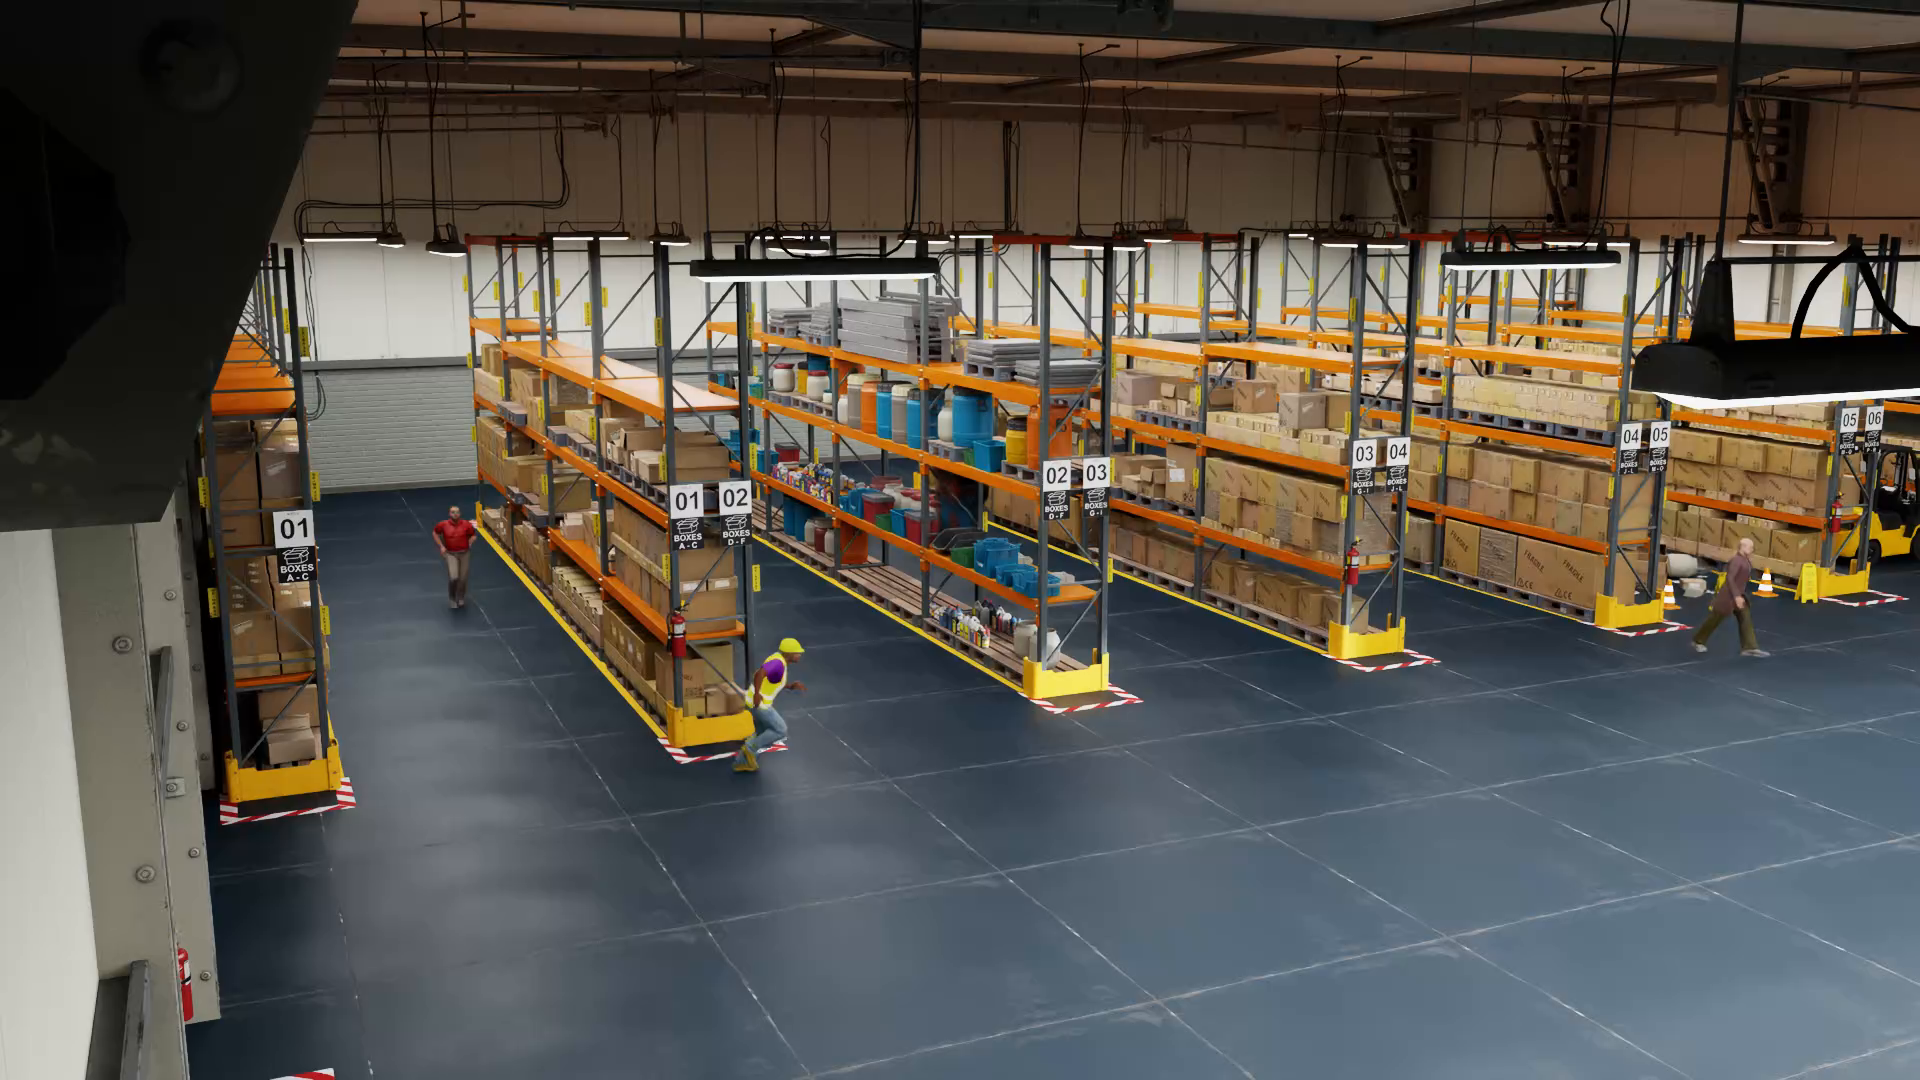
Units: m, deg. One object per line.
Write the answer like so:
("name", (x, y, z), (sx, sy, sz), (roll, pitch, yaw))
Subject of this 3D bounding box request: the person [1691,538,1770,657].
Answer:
("person", (11.238, 0.817, 24.133), (1.062, 1.721, 0.719), (8, 14, 37))

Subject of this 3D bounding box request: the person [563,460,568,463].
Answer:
("person", (-8.243, -1.319, 35.346), (0.627, 1.837, 0.855), (-6, 12, -28))

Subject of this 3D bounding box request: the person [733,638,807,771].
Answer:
("person", (-2.194, 1.912, 19.093), (0.860, 1.580, 0.747), (0, 11, -3))

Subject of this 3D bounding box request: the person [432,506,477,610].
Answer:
("person", (-8.216, 0.298, 27.165), (0.675, 1.729, 0.682), (-5, 12, -23))
